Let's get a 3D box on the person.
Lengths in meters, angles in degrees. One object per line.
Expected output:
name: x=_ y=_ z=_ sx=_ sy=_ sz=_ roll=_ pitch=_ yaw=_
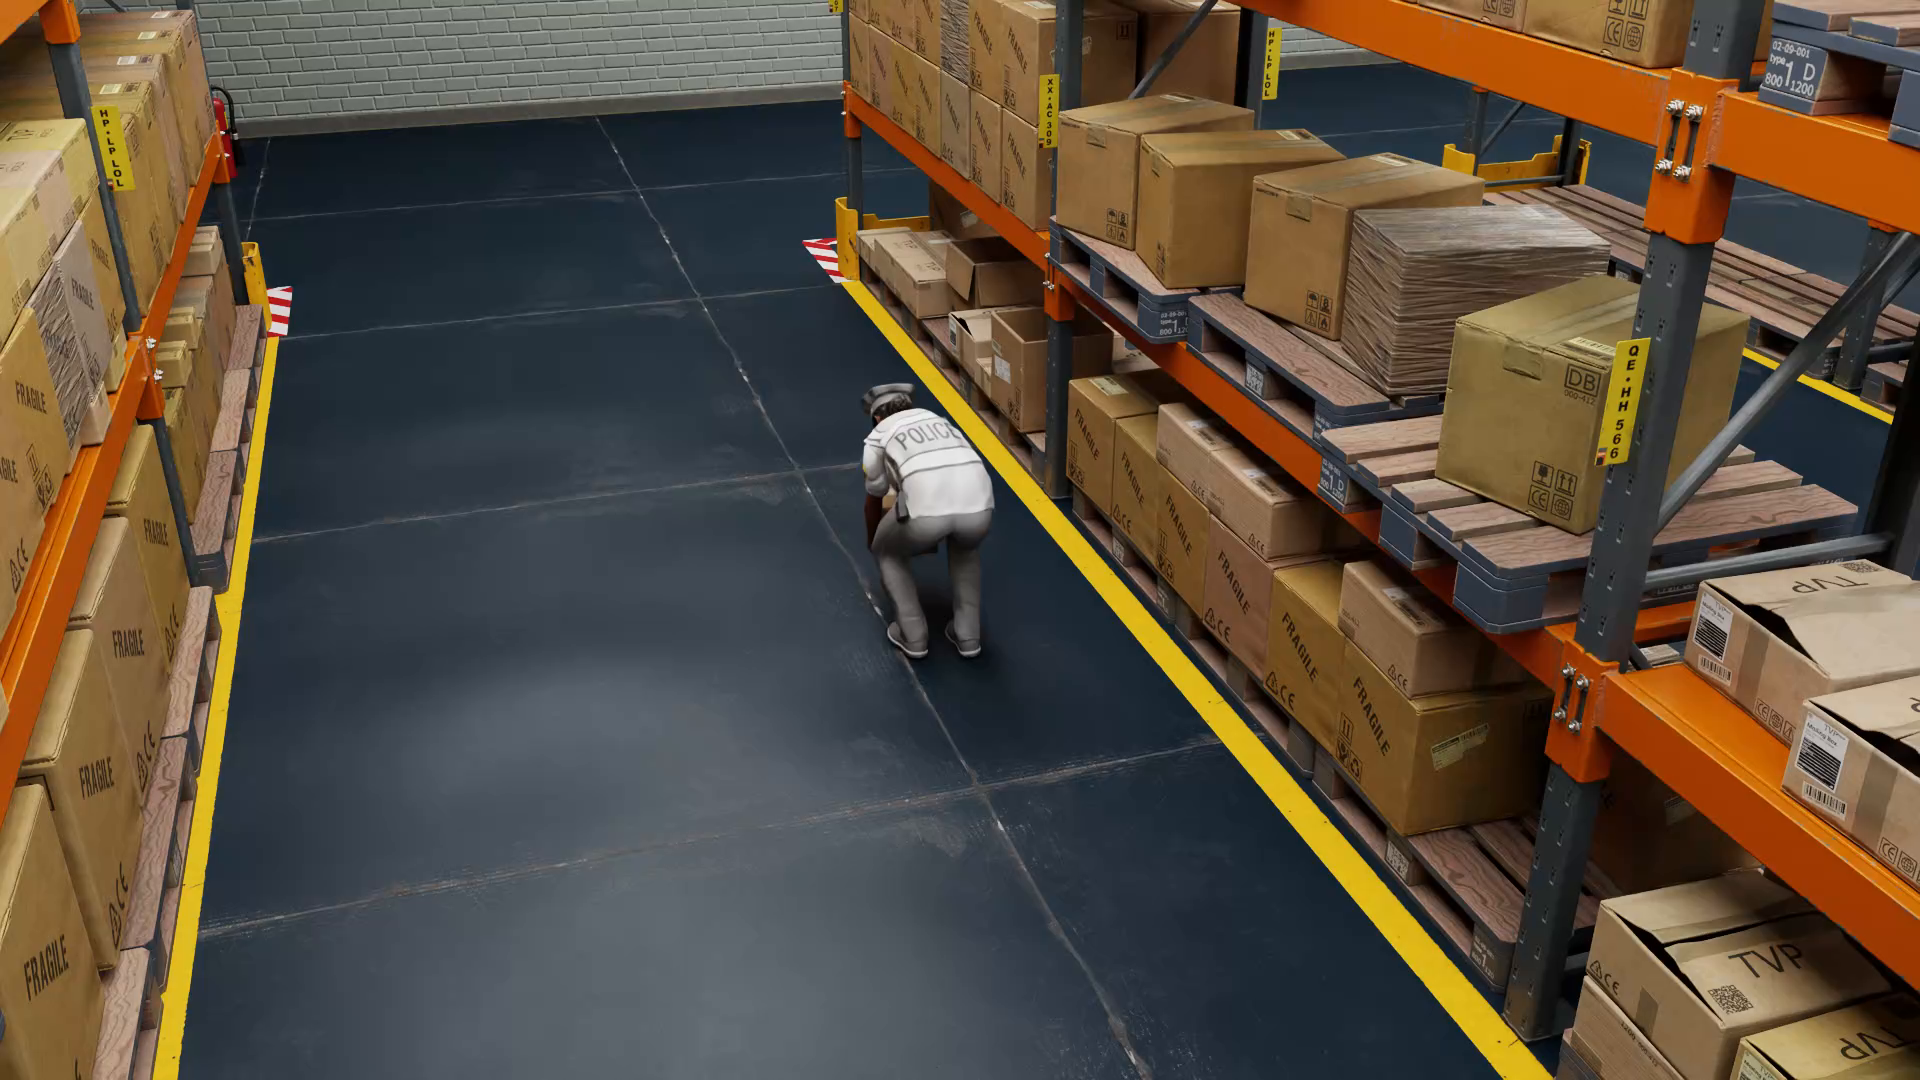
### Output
person: x=-0.161 y=-0.077 z=6.986 sx=0.450 sy=1.027 sz=0.933 roll=-9 pitch=28 yaw=-18
